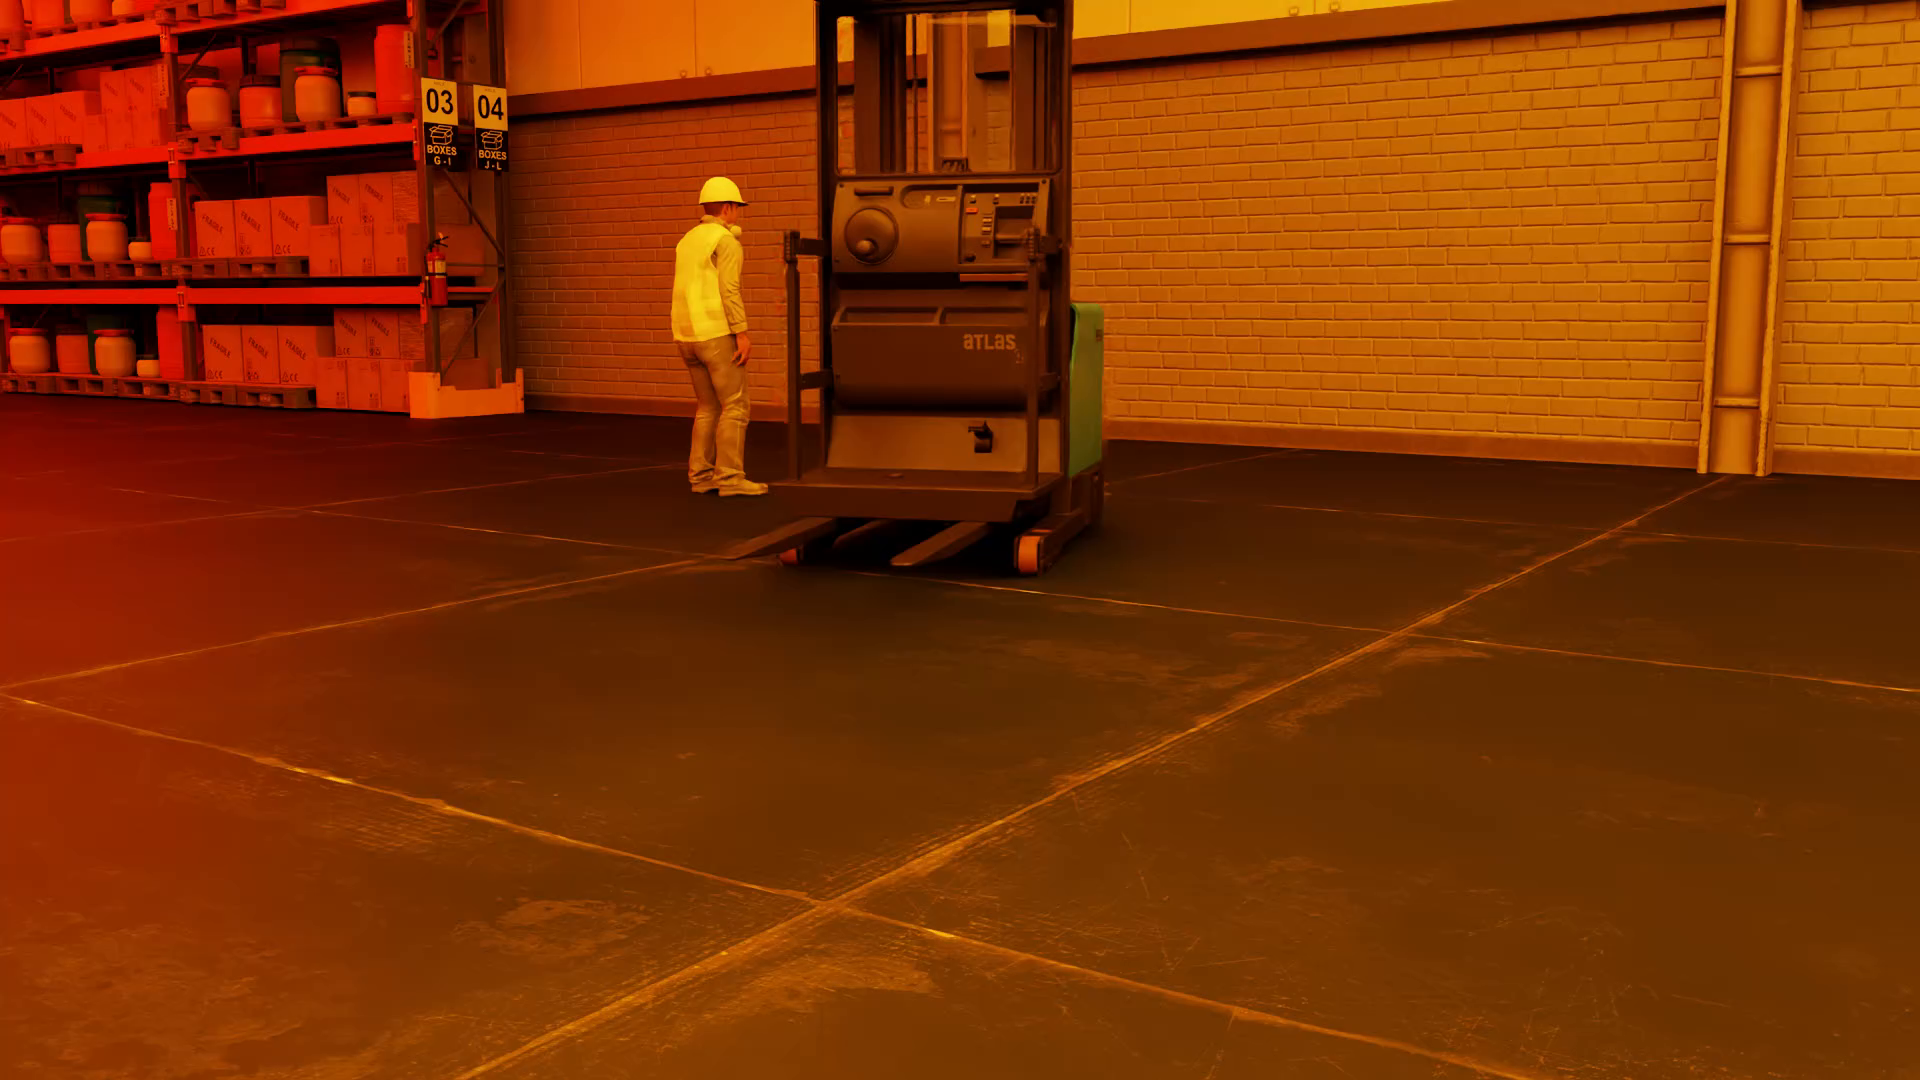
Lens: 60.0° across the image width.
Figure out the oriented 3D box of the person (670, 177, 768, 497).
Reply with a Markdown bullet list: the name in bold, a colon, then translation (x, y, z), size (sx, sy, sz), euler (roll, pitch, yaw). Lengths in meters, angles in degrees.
- **person**: translation (-1.375, -1.144, 9.366), size (0.467, 1.769, 0.580), euler (-7, 10, -39)

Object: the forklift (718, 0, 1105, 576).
- **forklift**: translation (-0.133, -1.366, 6.802), size (1.130, 2.935, 3.031), euler (2, 8, 14)
